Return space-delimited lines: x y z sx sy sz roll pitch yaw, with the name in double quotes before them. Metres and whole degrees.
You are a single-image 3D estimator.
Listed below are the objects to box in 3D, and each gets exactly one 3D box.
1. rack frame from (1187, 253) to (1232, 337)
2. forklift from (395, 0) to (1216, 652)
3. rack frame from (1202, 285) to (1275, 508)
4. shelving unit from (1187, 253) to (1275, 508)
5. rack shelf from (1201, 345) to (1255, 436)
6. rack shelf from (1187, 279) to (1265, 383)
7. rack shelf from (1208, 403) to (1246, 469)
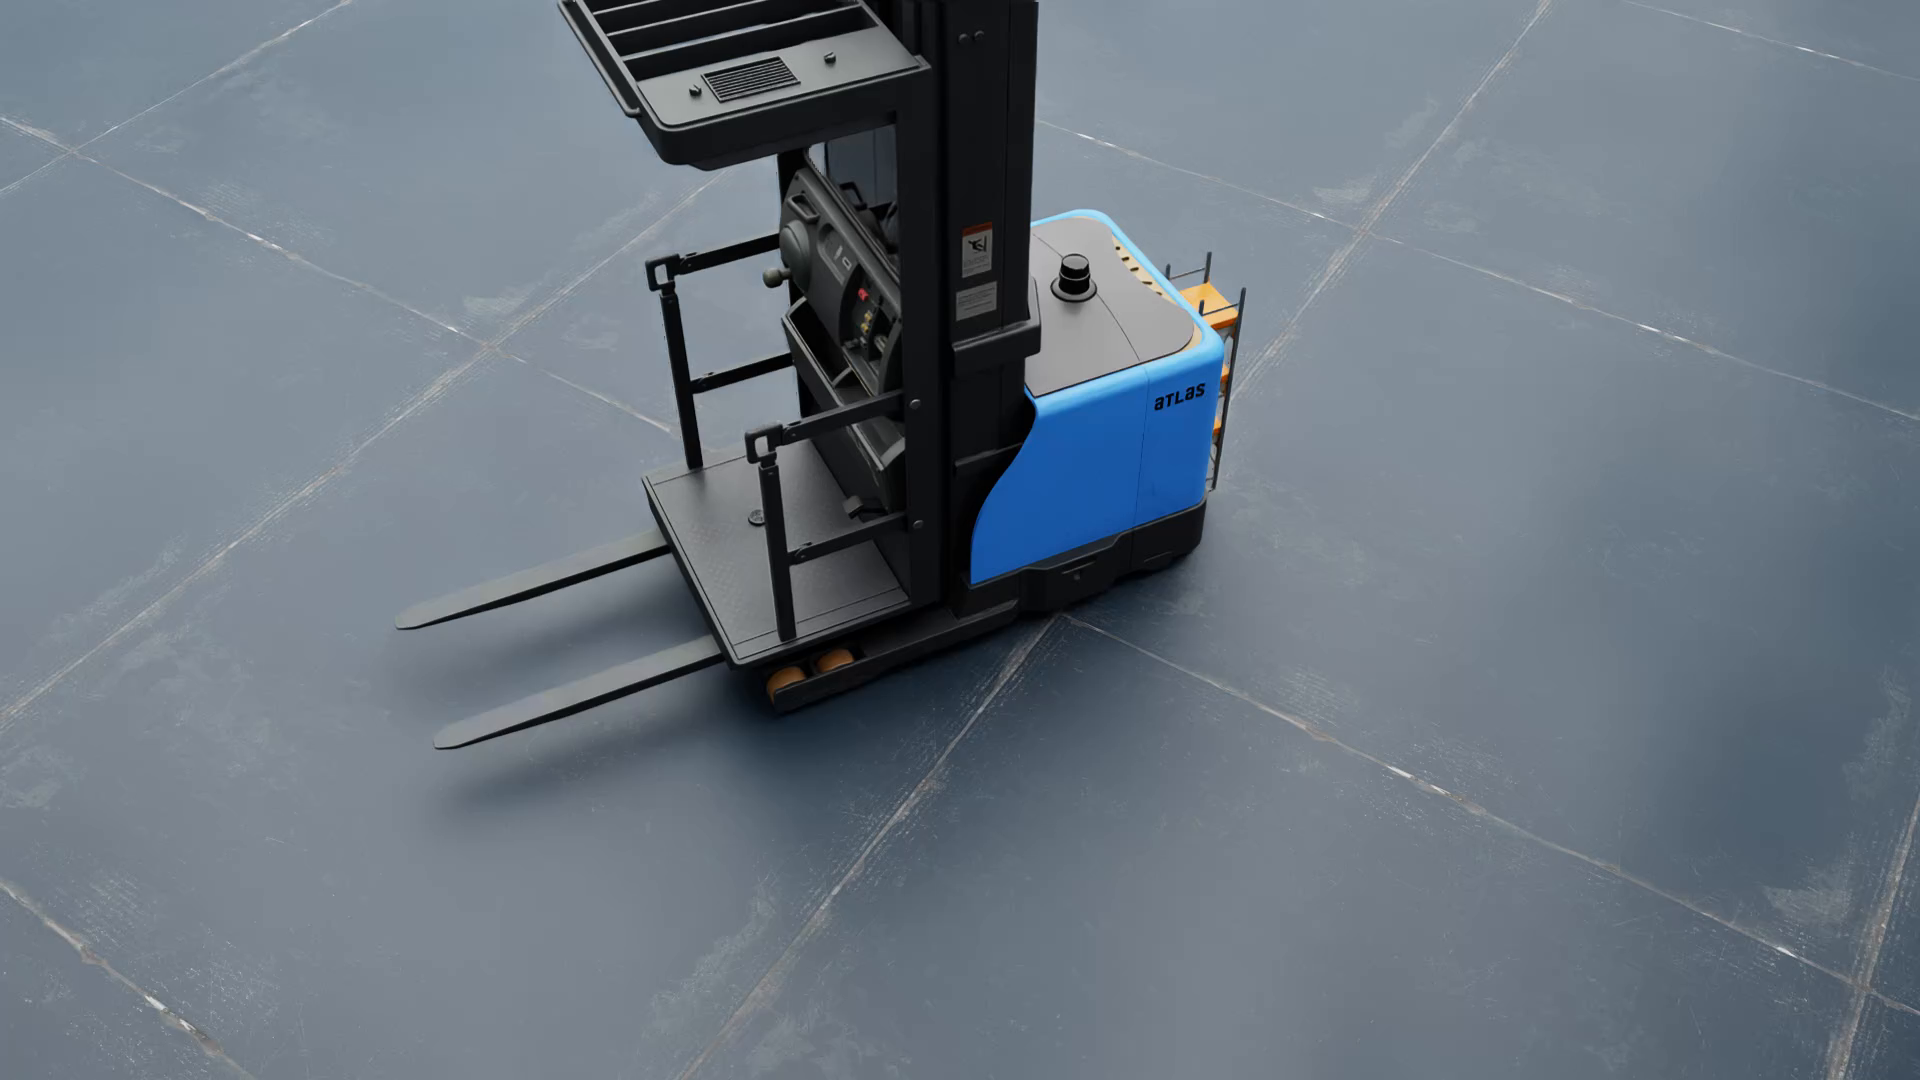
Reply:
"rack frame" 0.950 -0.688 6.686 0.200 1.050 0.008 -26 51 -23
"forklift" -0.641 -0.990 5.668 3.031 2.935 1.130 -3 46 -3
"rack frame" 1.087 -0.544 6.545 0.200 1.050 0.008 -26 51 -23
"shelving unit" 1.018 -0.616 6.615 0.215 1.050 0.252 -26 51 -23
"rack shelf" 1.018 -0.609 6.623 0.215 0.259 0.240 -26 51 -23
"rack shelf" 1.020 -0.807 6.420 0.215 0.259 0.240 -26 51 -23
"rack shelf" 1.017 -0.414 6.821 0.215 0.259 0.240 -26 51 -23
